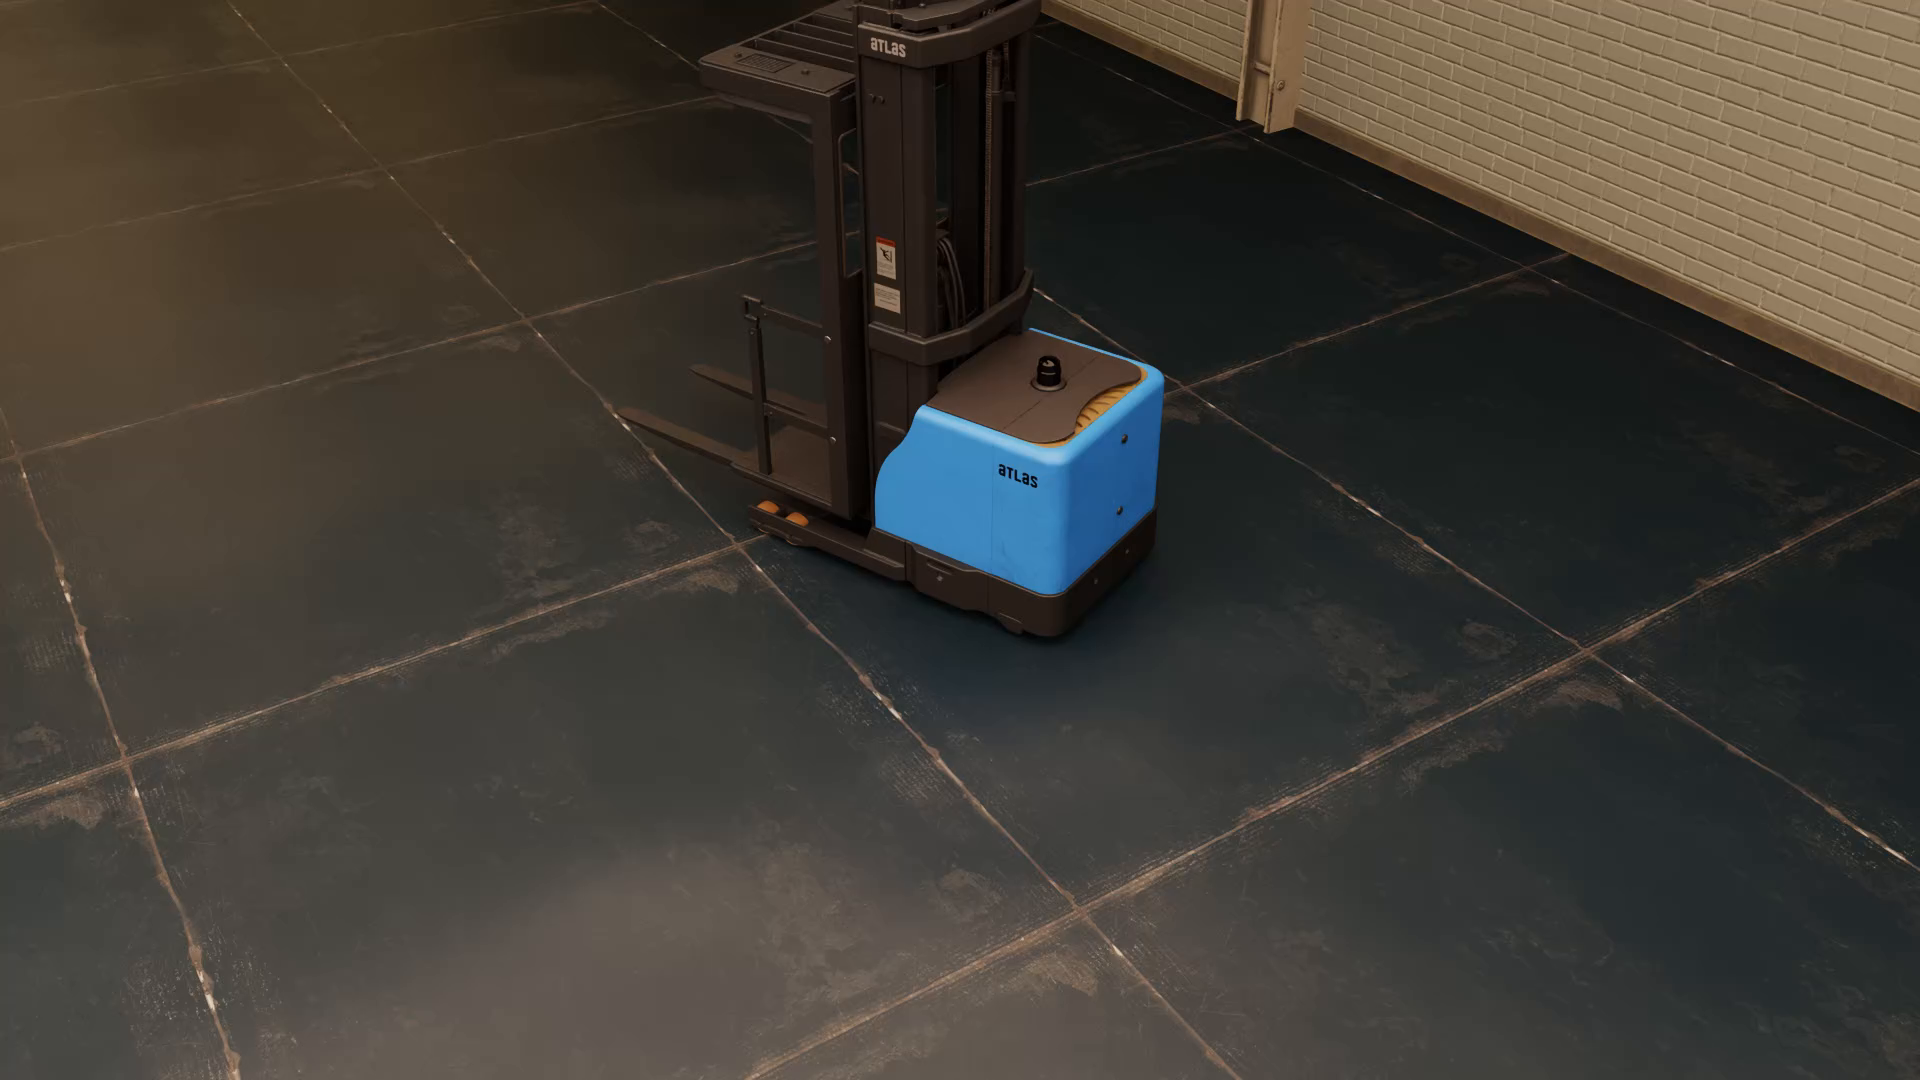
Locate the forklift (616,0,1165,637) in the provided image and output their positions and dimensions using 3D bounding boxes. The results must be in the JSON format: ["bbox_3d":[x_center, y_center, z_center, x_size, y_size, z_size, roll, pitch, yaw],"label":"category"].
[{"bbox_3d":[-0.500,-1.399,8.138,3.031,2.935,1.130,22,41,28],"label":"forklift"}]
